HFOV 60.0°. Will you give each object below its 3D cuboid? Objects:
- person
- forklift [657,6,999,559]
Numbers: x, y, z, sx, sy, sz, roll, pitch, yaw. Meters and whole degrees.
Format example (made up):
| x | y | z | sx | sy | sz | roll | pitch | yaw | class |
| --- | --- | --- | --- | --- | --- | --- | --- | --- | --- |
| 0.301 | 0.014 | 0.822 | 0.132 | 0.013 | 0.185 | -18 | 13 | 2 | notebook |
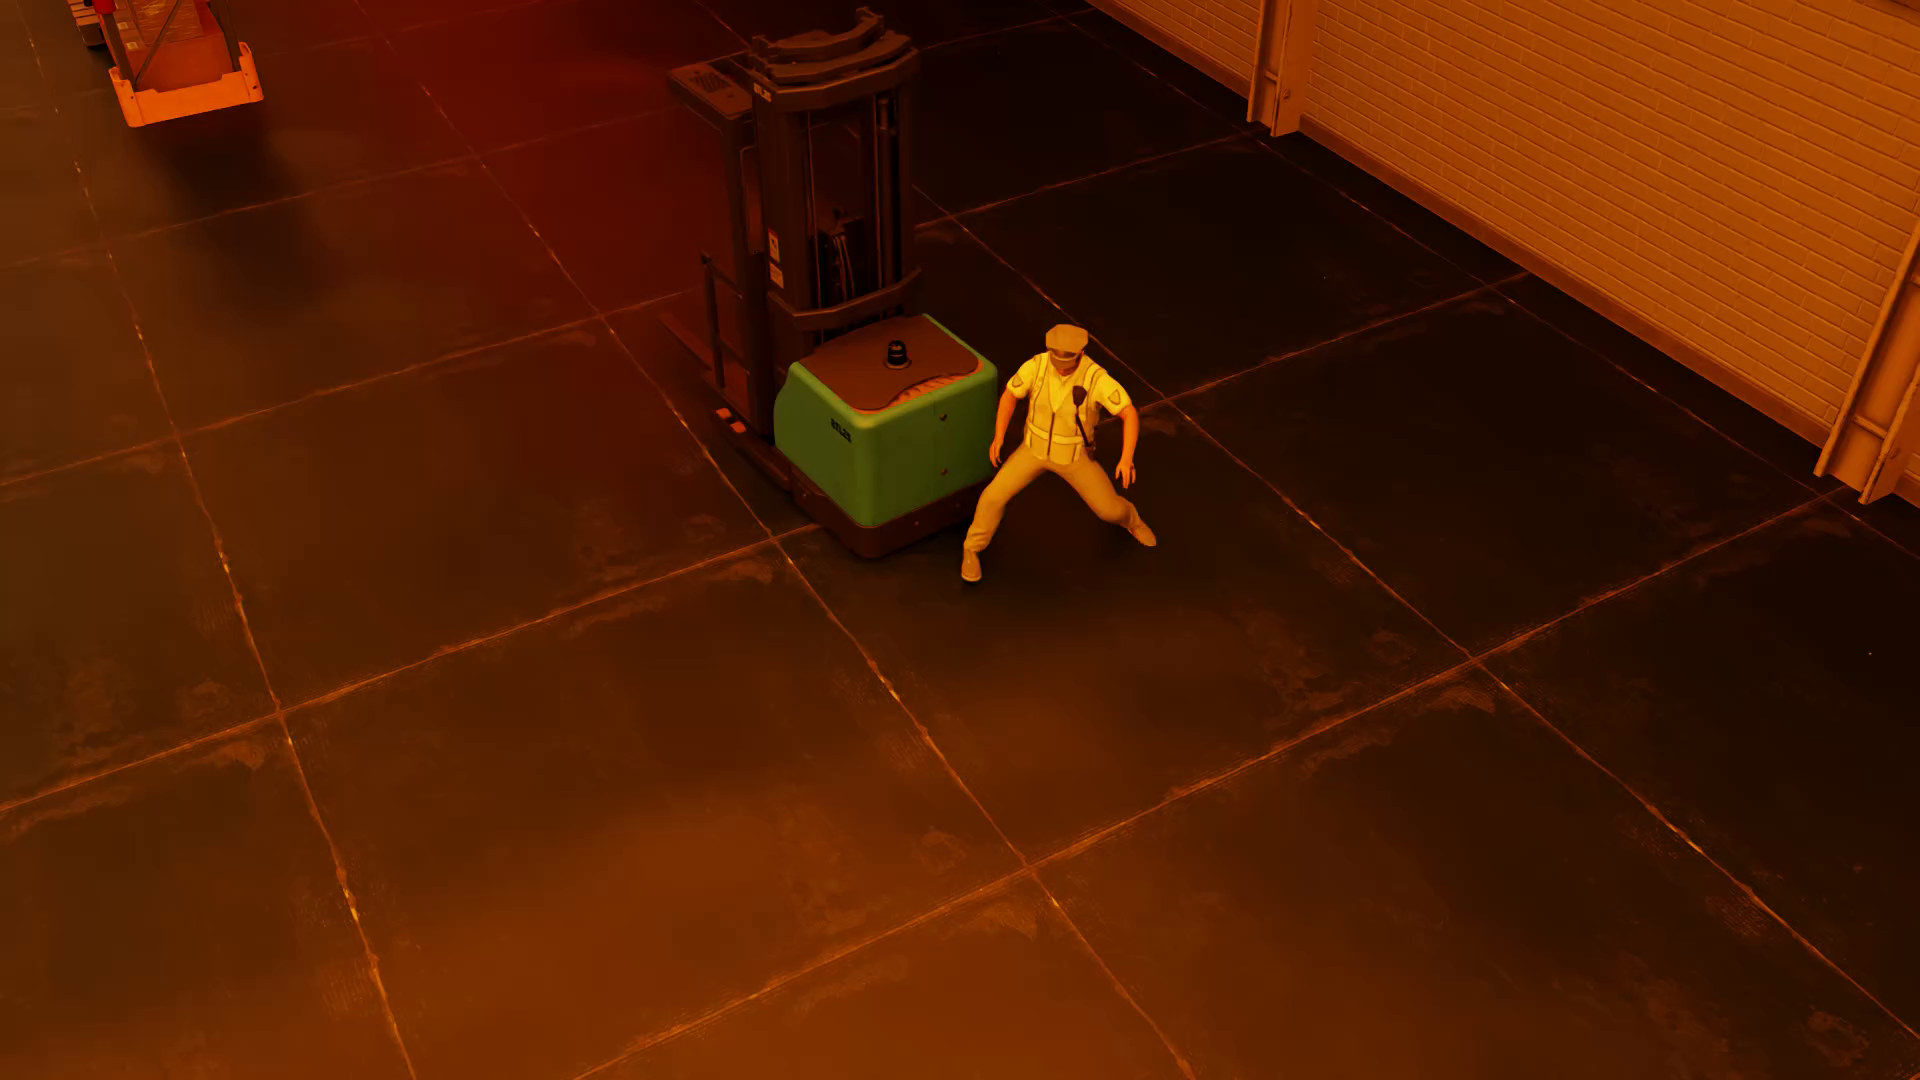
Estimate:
| x | y | z | sx | sy | sz | roll | pitch | yaw | class |
| --- | --- | --- | --- | --- | --- | --- | --- | --- | --- |
| 0.606 | -0.496 | 9.739 | 1.069 | 1.599 | 0.972 | 14 | 42 | 16 | person |
| -1.023 | -1.913 | 10.342 | 1.130 | 2.935 | 3.031 | -25 | 46 | -27 | forklift |
